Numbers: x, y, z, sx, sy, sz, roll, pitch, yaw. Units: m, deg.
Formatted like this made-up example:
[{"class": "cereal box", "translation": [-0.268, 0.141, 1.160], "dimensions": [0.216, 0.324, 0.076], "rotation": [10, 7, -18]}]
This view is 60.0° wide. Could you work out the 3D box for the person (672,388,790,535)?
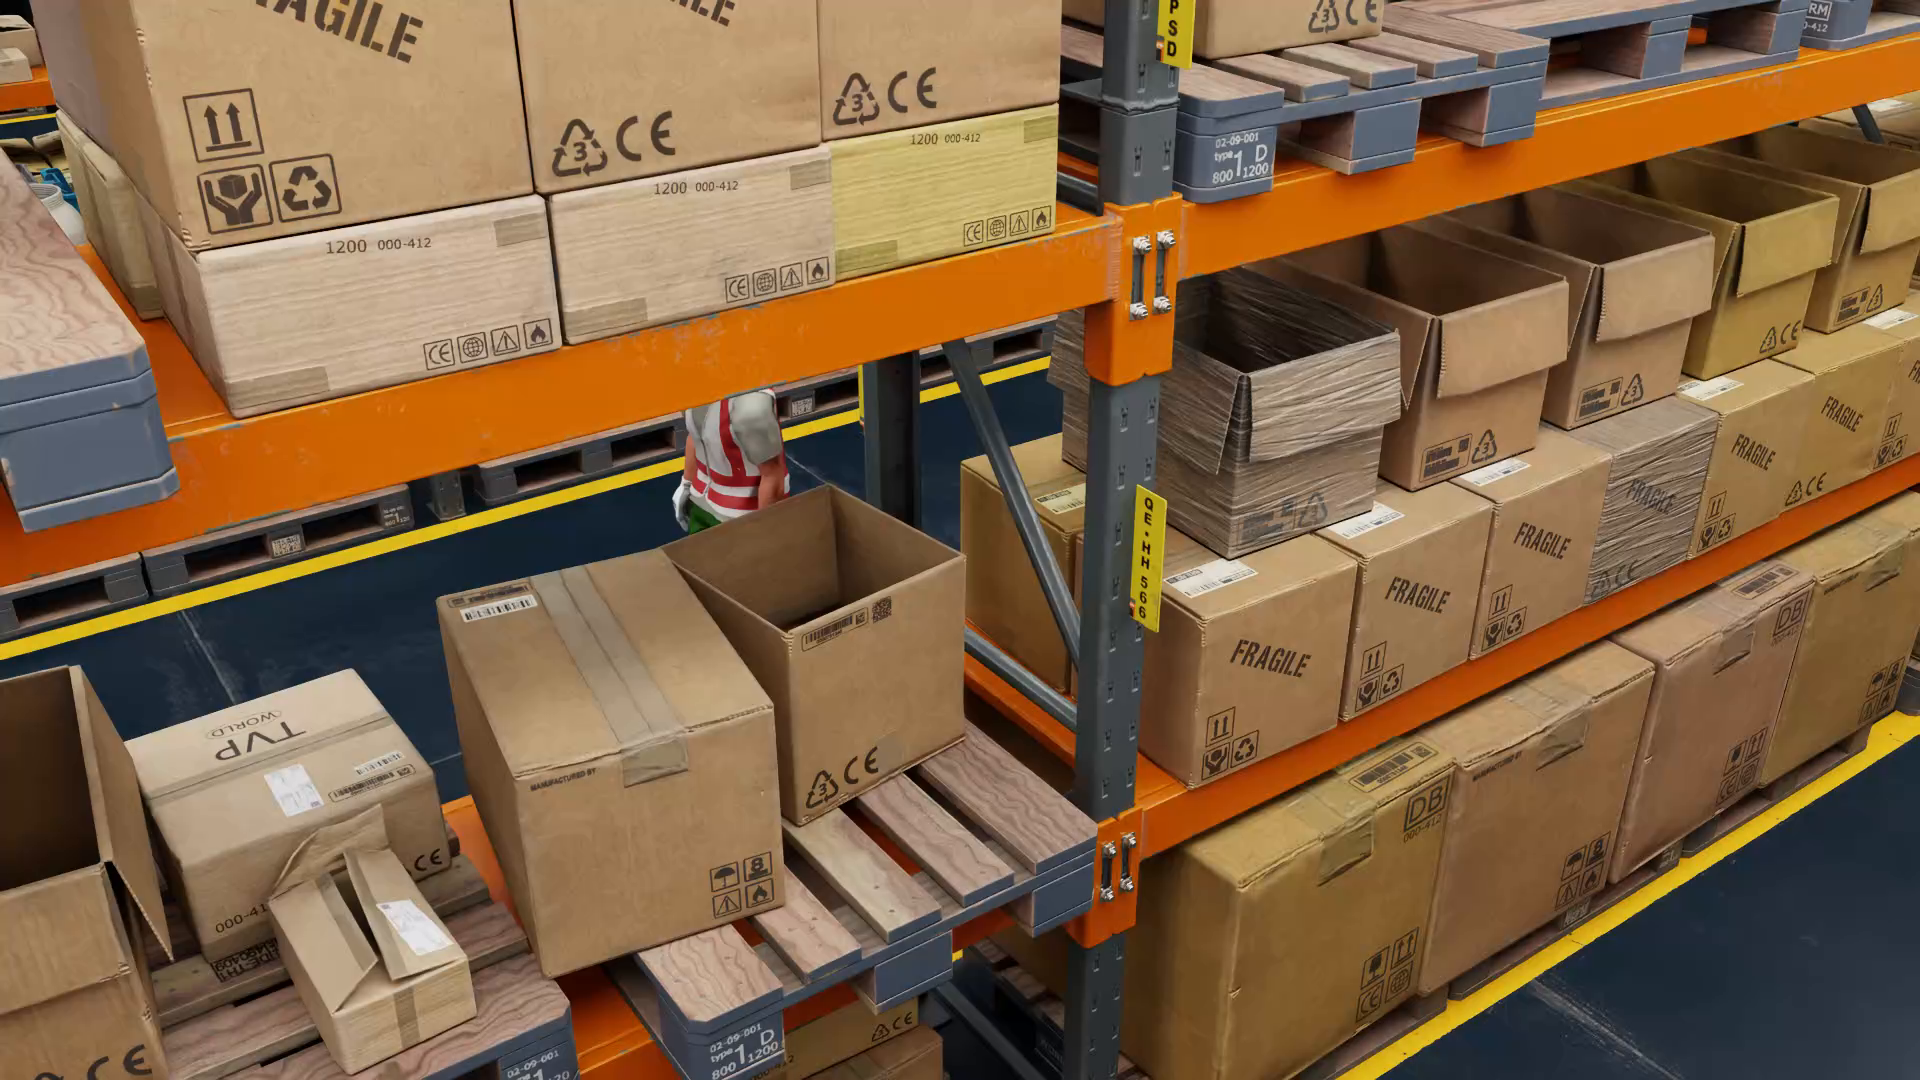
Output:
[{"class": "person", "translation": [-0.884, -0.092, 6.280], "dimensions": [0.452, 1.778, 0.614], "rotation": [-21, 35, -34]}]
